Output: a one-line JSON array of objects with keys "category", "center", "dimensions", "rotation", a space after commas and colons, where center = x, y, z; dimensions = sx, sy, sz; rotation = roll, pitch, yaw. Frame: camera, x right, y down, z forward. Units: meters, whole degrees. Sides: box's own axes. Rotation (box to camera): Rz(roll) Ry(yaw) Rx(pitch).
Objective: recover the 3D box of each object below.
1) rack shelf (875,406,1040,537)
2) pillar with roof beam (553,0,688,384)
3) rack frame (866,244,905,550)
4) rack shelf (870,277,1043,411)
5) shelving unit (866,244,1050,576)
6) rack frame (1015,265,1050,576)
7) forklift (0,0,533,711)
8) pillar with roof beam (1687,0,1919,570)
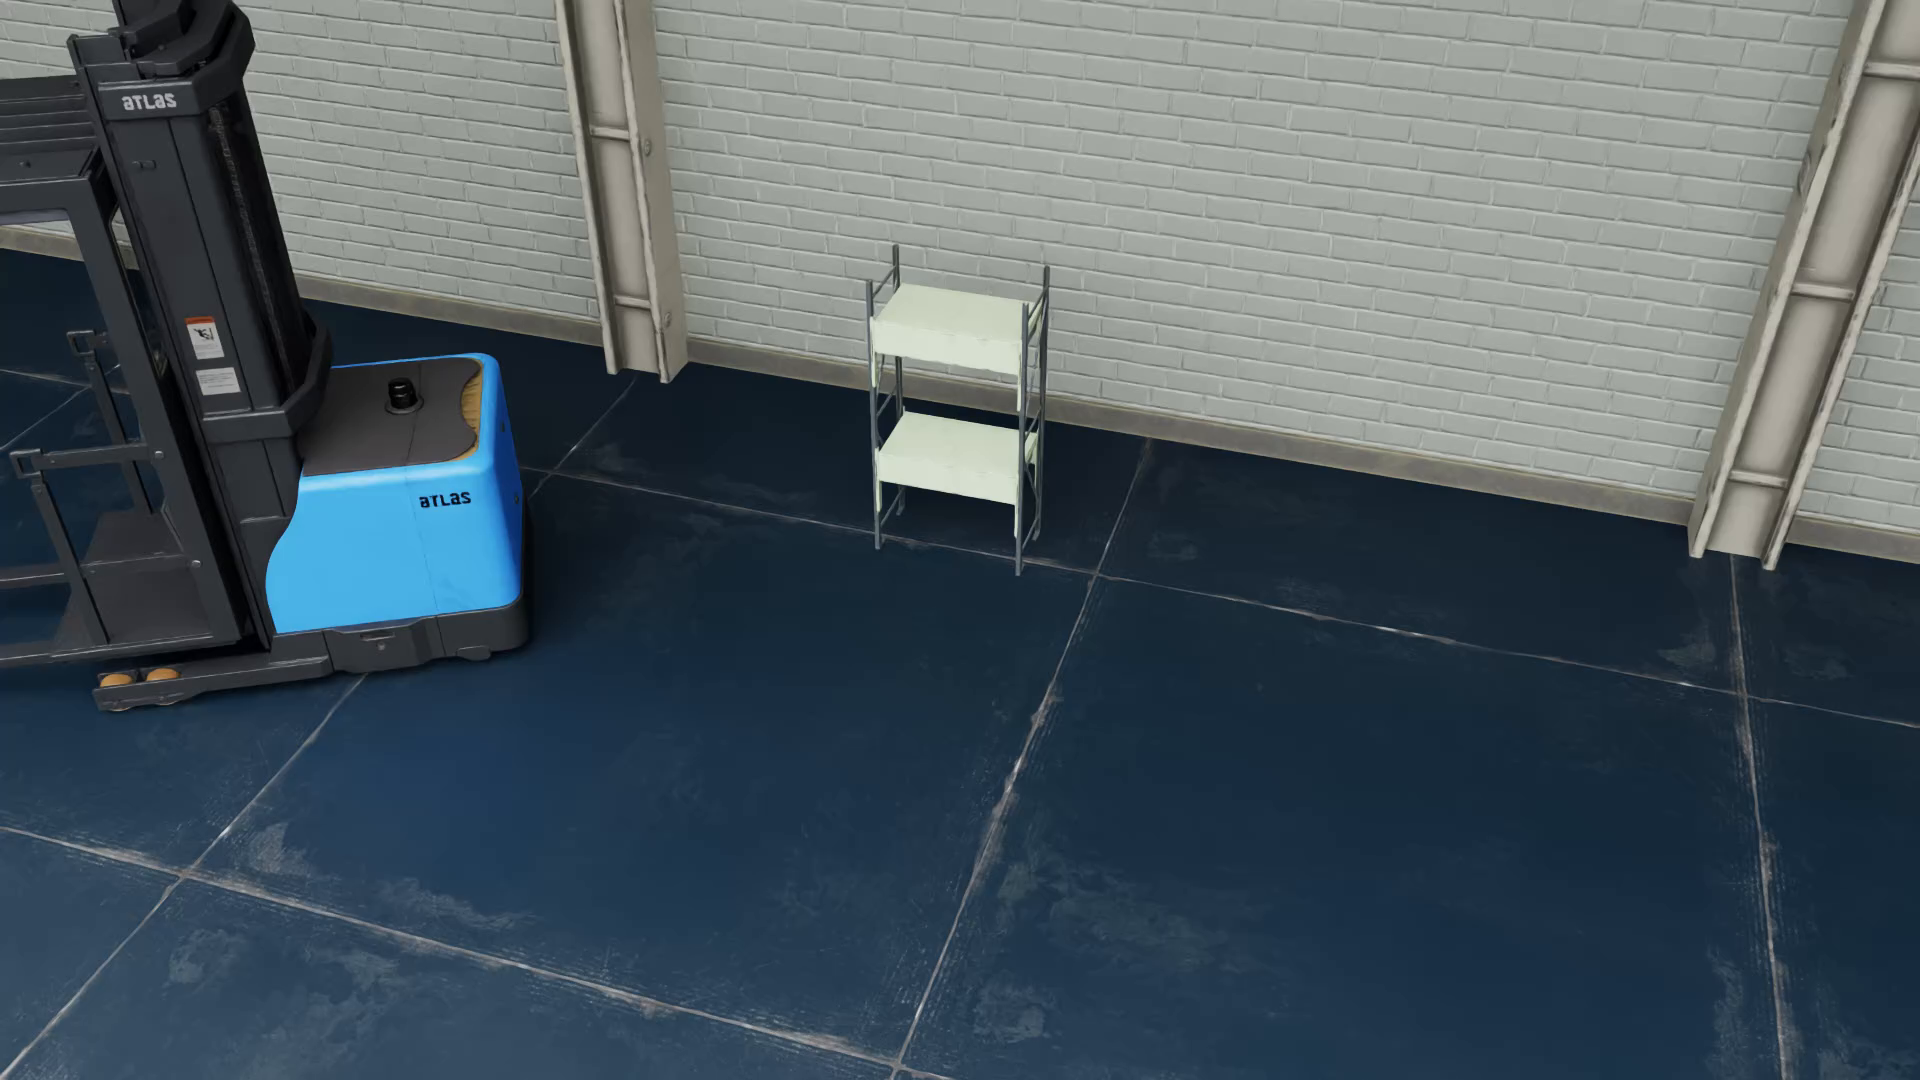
[{"category": "rack shelf", "center": [-0.006, -0.343, 8.185], "dimensions": [0.720, 0.370, 0.431], "rotation": [10, 38, 14]}, {"category": "pillar with roof beam", "center": [-3.122, -2.219, 3.859], "dimensions": [0.400, 9.000, 9.100], "rotation": [10, 38, 14]}, {"category": "rack frame", "center": [-0.356, -0.670, 8.080], "dimensions": [0.023, 1.500, 0.400], "rotation": [10, 38, 14]}, {"category": "rack shelf", "center": [-0.006, -0.919, 7.761], "dimensions": [0.720, 0.370, 0.431], "rotation": [10, 38, 14]}, {"category": "shelving unit", "center": [-0.006, -0.605, 7.992], "dimensions": [0.755, 1.500, 0.431], "rotation": [10, 38, 14]}, {"category": "rack frame", "center": [0.343, -0.541, 7.904], "dimensions": [0.023, 1.500, 0.400], "rotation": [10, 38, 14]}, {"category": "forklift", "center": [-3.561, -0.761, 6.996], "dimensions": [3.031, 2.935, 1.130], "rotation": [-7, 37, -9]}, {"category": "pillar with roof beam", "center": [2.605, -1.159, 2.418], "dimensions": [0.400, 9.000, 9.100], "rotation": [10, 38, 14]}]
